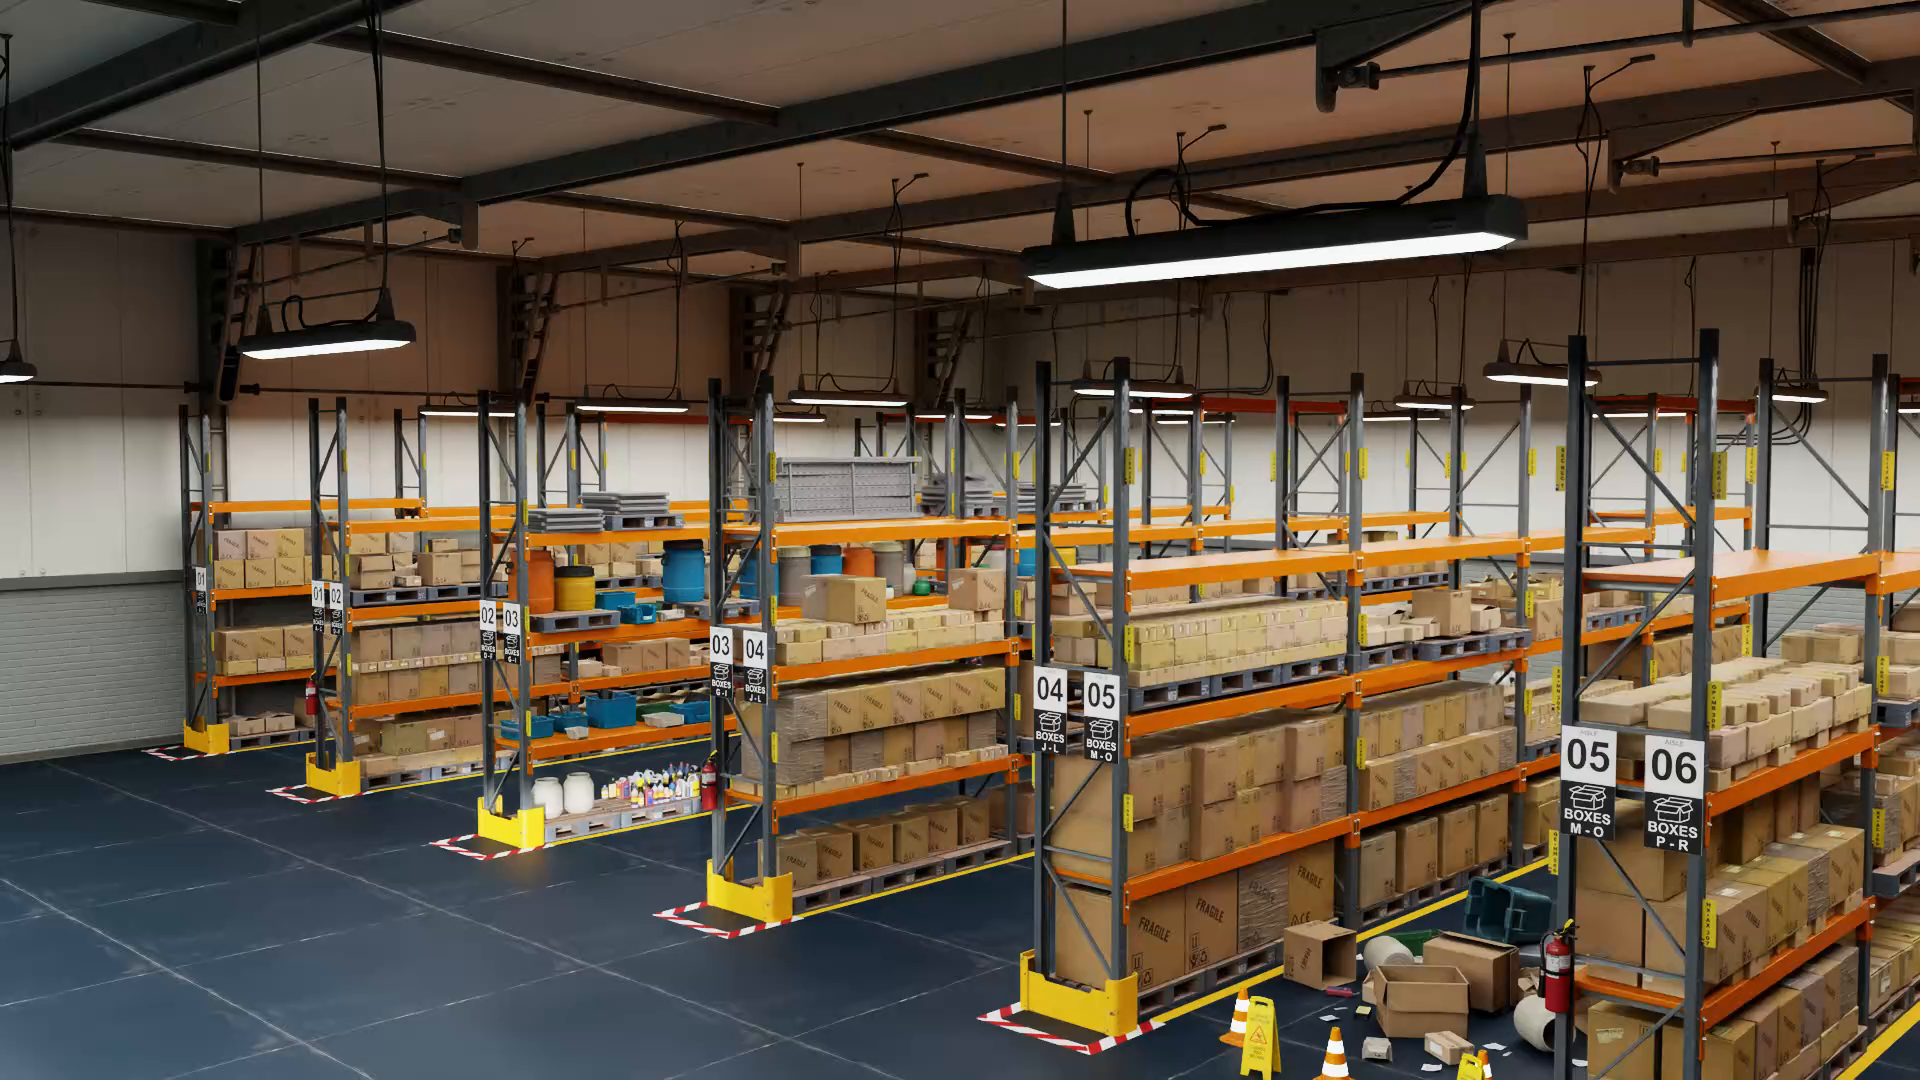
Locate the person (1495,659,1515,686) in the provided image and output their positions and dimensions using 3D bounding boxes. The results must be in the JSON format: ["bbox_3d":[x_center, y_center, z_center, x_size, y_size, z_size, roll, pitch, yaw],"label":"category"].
[{"bbox_3d":[9.431,2.827,28.685,0.351,1.685,0.501,1,3,25],"label":"person"}]
